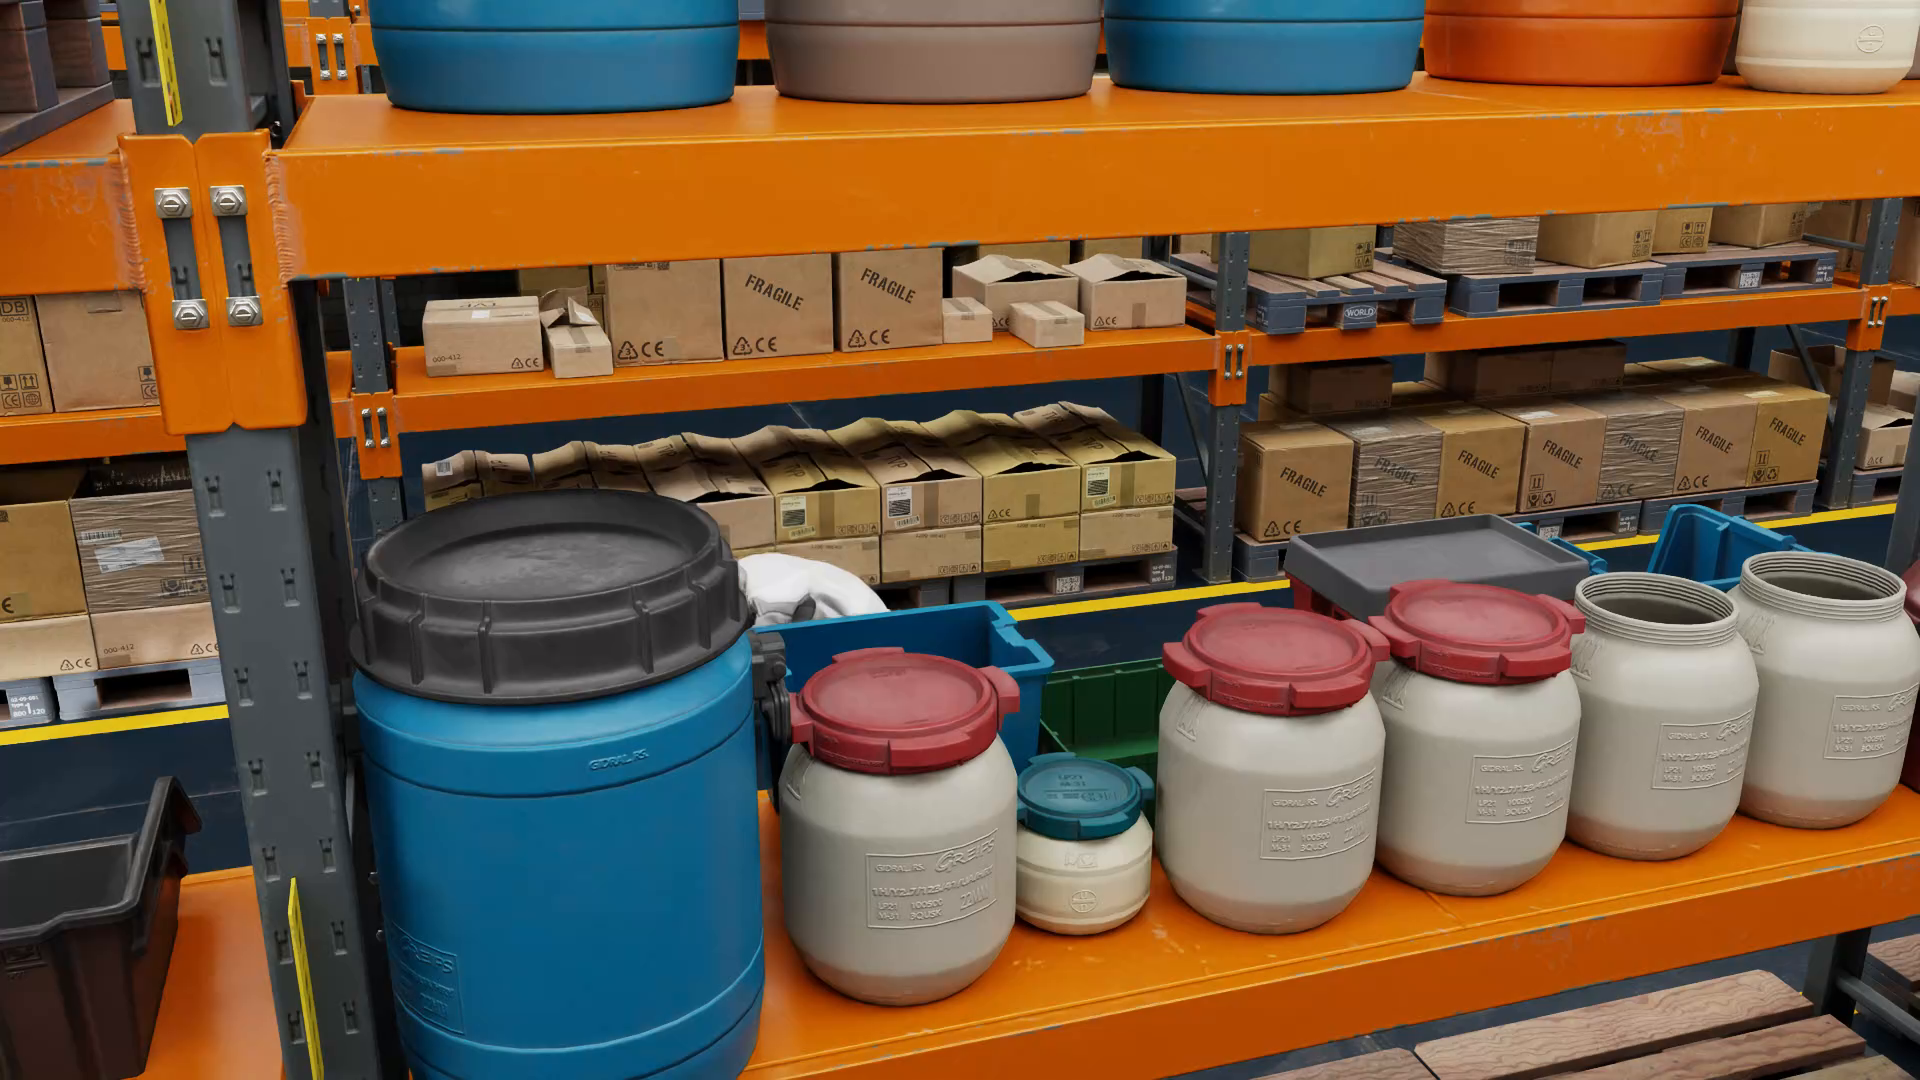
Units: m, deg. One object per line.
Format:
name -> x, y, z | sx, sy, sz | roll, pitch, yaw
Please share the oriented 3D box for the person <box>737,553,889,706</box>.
person -> -0.731, 0.410, 6.793 | 0.927, 0.871, 0.527 | -6, 20, -17
